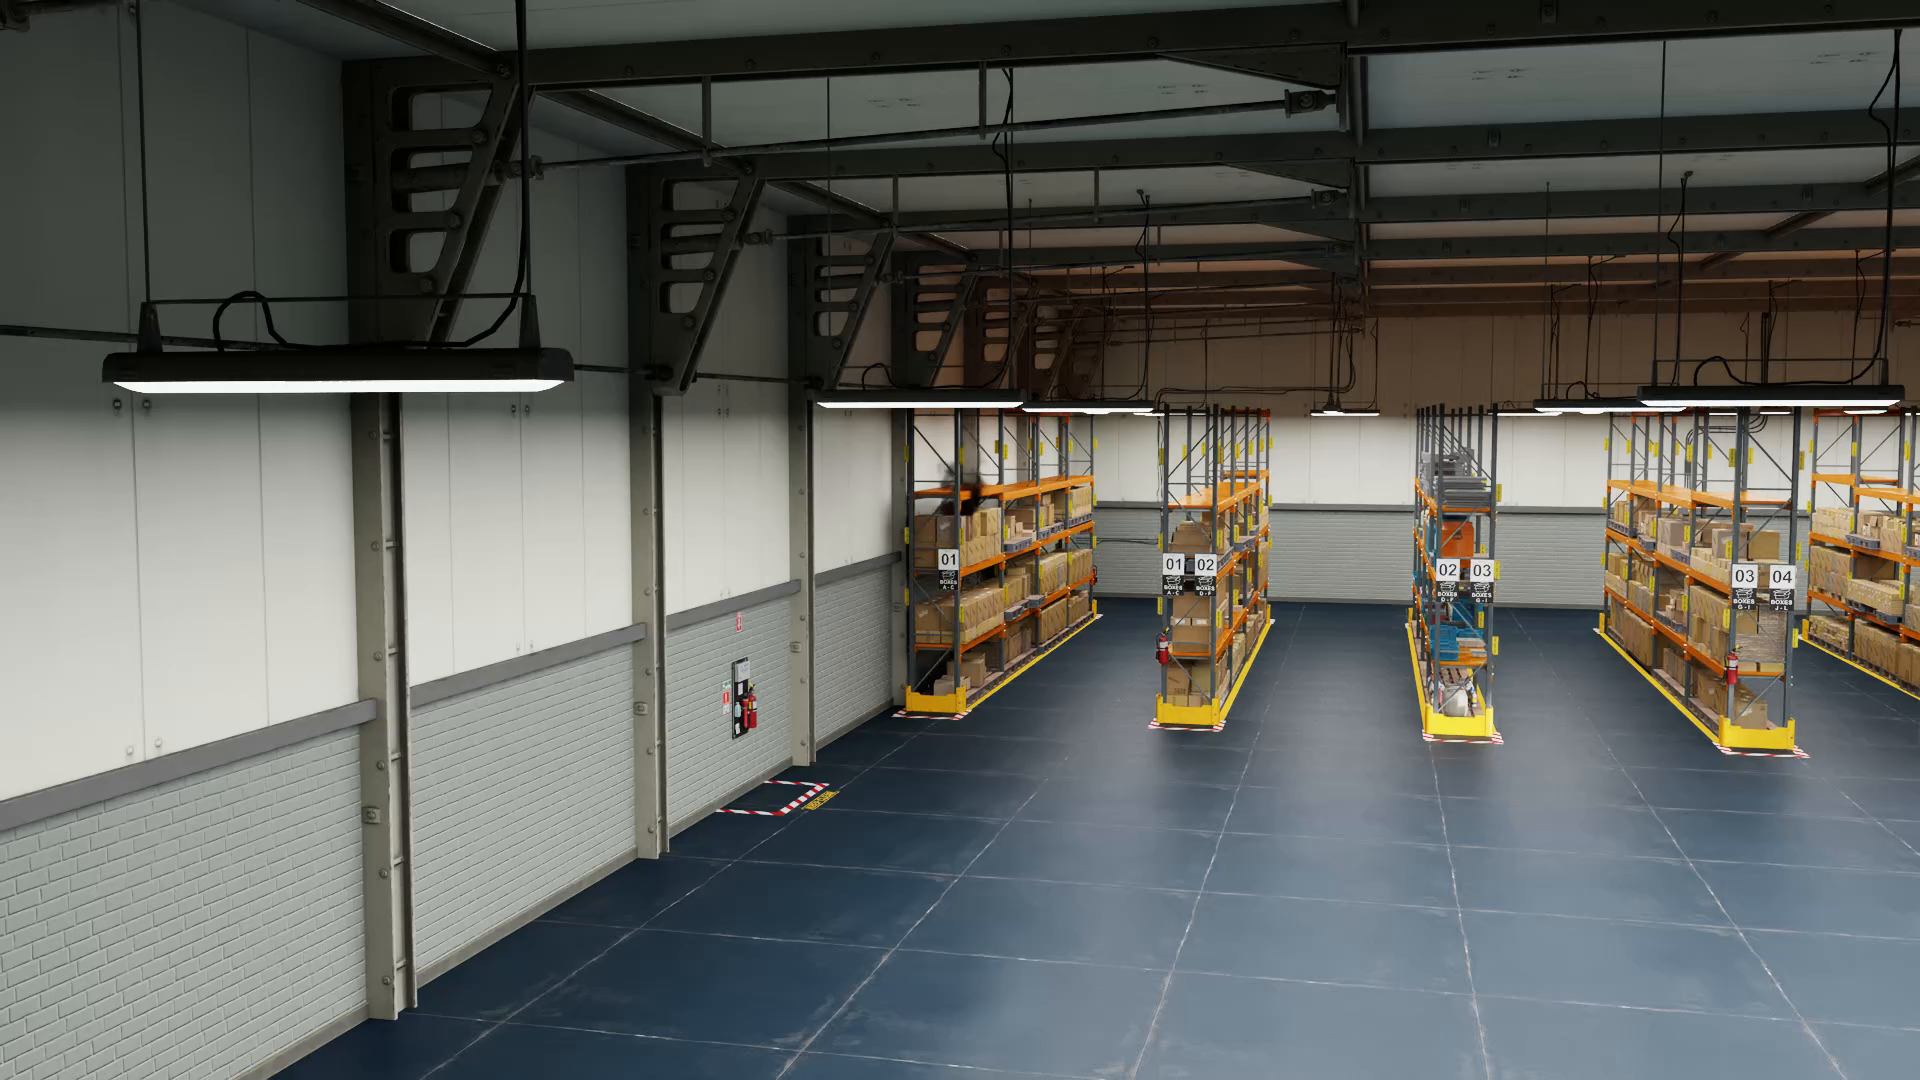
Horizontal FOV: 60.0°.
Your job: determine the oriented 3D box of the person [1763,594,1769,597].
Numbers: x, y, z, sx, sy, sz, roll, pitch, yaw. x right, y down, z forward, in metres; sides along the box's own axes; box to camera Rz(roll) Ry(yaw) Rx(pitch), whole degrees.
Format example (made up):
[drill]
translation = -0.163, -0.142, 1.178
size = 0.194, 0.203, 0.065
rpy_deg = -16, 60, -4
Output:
[person]
translation = 20.398, 1.777, 42.023
size = 0.700, 1.788, 0.926
rpy_deg = 2, 4, 22
